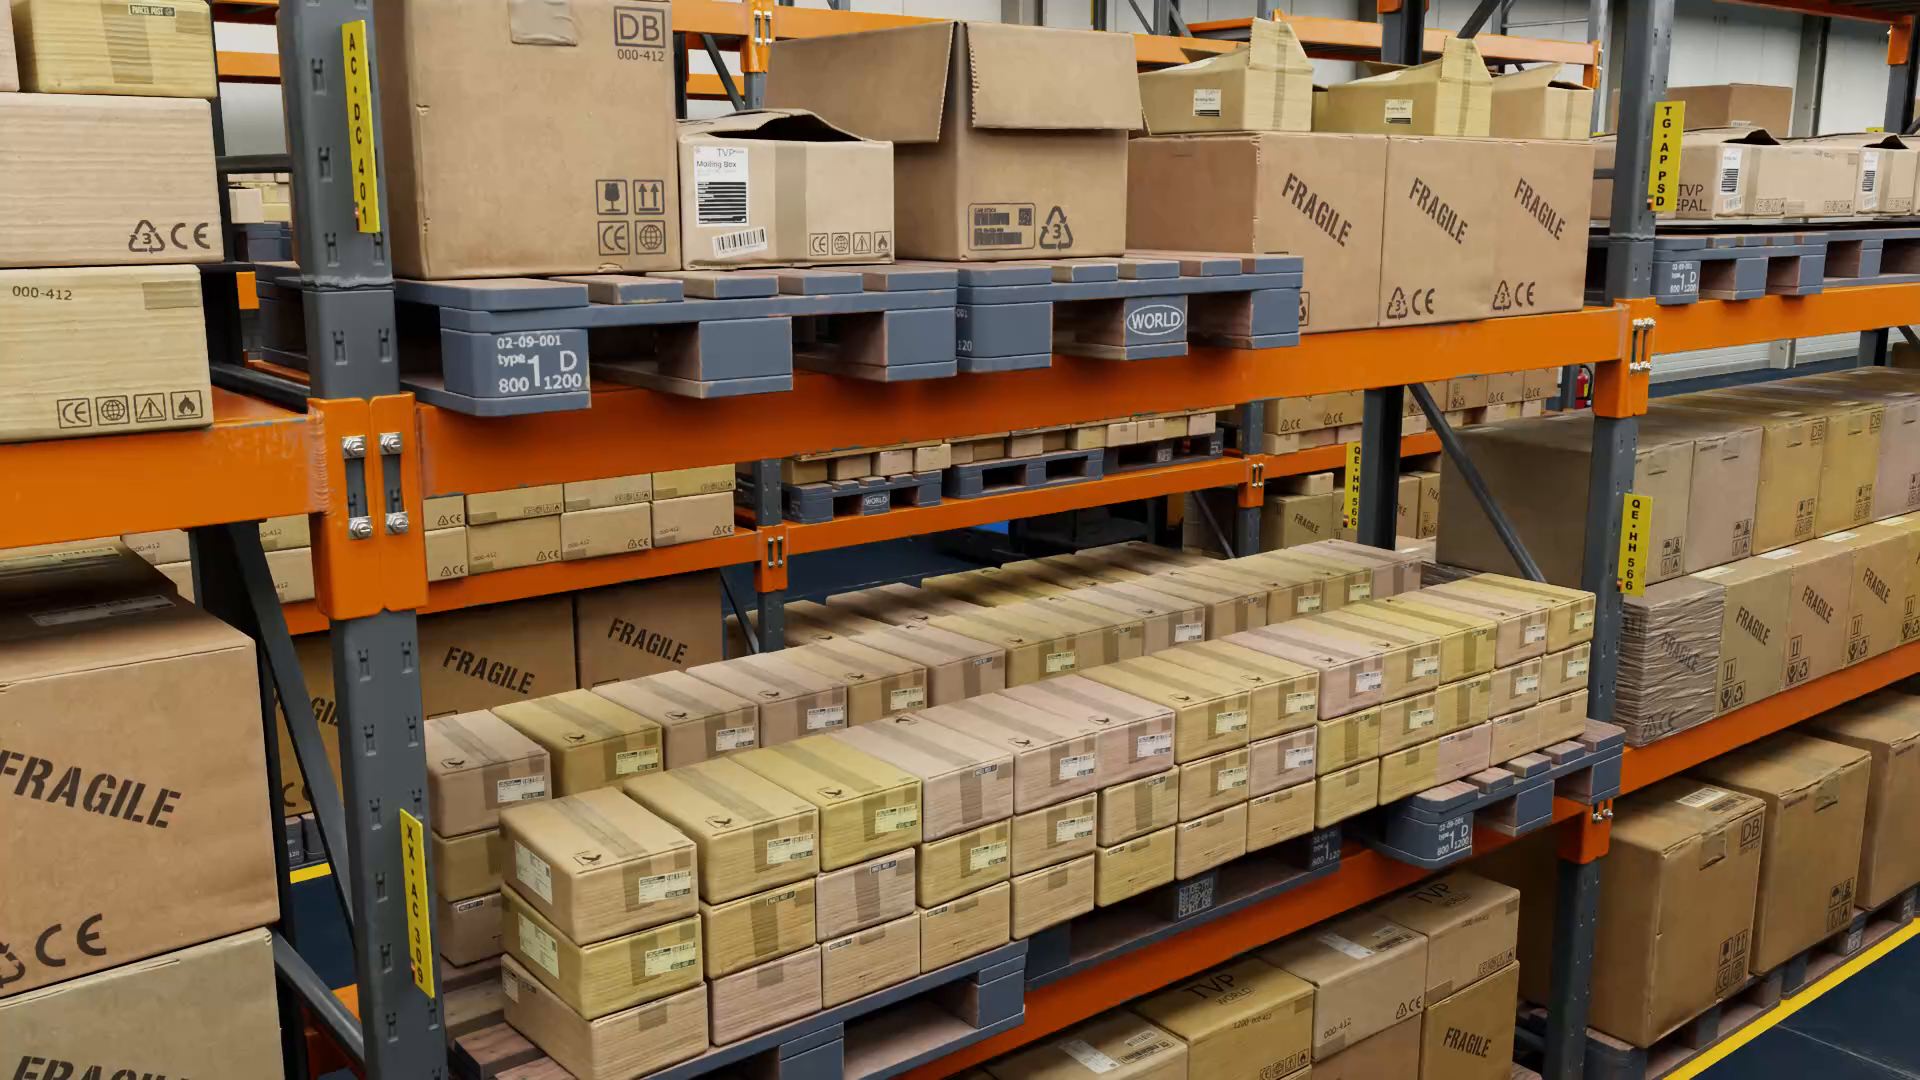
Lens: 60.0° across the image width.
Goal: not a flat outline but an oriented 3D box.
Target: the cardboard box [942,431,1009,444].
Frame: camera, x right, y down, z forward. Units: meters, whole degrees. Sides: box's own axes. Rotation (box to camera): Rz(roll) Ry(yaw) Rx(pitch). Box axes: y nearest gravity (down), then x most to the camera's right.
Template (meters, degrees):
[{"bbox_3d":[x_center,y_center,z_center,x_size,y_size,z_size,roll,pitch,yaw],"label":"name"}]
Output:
[{"bbox_3d":[-0.042,-0.892,10.260,0.500,0.500,0.500,-9,15,-37],"label":"cardboard box"}]

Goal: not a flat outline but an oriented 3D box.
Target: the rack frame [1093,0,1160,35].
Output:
[{"bbox_3d":[1.792,-5.109,17.648,0.127,3.000,1.000,-9,15,-38],"label":"rack frame"}]

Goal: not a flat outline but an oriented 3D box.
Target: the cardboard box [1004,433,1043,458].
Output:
[{"bbox_3d":[0.312,-0.629,10.583,0.250,0.149,0.380,-9,15,-36],"label":"cardboard box"}]

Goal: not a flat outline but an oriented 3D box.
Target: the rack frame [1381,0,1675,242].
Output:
[{"bbox_3d":[1.821,-2.477,5.251,0.127,3.000,1.000,-9,15,-38],"label":"rack frame"}]

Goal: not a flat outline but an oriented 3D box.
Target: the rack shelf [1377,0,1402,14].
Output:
[{"bbox_3d":[0.259,-1.670,4.145,4.000,0.370,1.077,-9,15,-38],"label":"rack shelf"}]

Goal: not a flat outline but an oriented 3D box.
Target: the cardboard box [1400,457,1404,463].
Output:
[{"bbox_3d":[3.670,-0.466,14.026,0.500,0.500,0.500,-10,16,-40],"label":"cardboard box"}]

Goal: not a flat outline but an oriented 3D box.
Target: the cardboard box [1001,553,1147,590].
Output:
[{"bbox_3d":[0.806,0.391,11.502,0.625,0.372,0.950,-8,15,-34],"label":"cardboard box"}]

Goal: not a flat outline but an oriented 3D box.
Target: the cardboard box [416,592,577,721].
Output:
[{"bbox_3d":[-2.641,0.693,8.870,0.875,0.875,0.875,-9,15,-37],"label":"cardboard box"}]

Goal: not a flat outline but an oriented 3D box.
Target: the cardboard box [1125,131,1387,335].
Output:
[{"bbox_3d":[0.758,-0.812,4.391,0.500,0.500,0.500,-9,15,-38],"label":"cardboard box"}]

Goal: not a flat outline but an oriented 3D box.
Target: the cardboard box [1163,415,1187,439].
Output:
[{"bbox_3d":[1.326,-0.791,11.347,0.250,0.149,0.380,-10,16,-39],"label":"cardboard box"}]

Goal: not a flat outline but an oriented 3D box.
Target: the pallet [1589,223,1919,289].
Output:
[{"bbox_3d":[3.162,-1.155,6.702,1.213,0.211,1.003,-9,15,-35],"label":"pallet"}]

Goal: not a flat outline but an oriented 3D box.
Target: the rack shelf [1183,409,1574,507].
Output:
[{"bbox_3d":[3.335,-0.759,13.334,4.000,0.370,1.077,-9,15,-38],"label":"rack shelf"}]

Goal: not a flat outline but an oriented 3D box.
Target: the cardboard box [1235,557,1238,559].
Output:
[{"bbox_3d":[2.402,0.256,12.434,0.500,0.250,0.500,-10,16,-40],"label":"cardboard box"}]

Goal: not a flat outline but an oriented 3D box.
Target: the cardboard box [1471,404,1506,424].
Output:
[{"bbox_3d":[4.214,-1.045,13.556,0.250,0.149,0.380,-9,15,-37],"label":"cardboard box"}]

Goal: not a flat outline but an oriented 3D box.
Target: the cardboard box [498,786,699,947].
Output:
[{"bbox_3d":[-0.708,0.626,3.240,0.250,0.149,0.380,-8,15,-35],"label":"cardboard box"}]

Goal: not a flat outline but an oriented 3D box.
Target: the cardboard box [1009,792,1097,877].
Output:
[{"bbox_3d":[0.106,0.635,3.914,0.250,0.149,0.380,-9,15,-35],"label":"cardboard box"}]

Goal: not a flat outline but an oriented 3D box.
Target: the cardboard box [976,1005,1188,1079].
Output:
[{"bbox_3d":[0.255,1.439,4.453,0.500,0.250,0.500,-9,15,-36],"label":"cardboard box"}]

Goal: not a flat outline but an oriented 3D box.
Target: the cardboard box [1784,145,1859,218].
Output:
[{"bbox_3d":[2.914,-1.314,6.104,0.500,0.250,0.500,-9,15,-36],"label":"cardboard box"}]

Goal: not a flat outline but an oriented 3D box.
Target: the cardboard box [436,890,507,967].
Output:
[{"bbox_3d":[-1.116,0.810,3.806,0.250,0.149,0.380,-10,15,-39],"label":"cardboard box"}]

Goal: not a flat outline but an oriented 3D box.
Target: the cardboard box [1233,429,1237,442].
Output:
[{"bbox_3d":[2.024,-0.853,12.651,0.250,0.149,0.380,-9,15,-36],"label":"cardboard box"}]

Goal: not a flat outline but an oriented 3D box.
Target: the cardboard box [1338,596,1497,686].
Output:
[{"bbox_3d":[1.322,0.288,4.833,0.250,0.149,0.380,-9,15,-36],"label":"cardboard box"}]

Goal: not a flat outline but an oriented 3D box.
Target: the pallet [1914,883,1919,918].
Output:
[{"bbox_3d":[4.389,1.415,8.079,1.213,0.211,1.003,-9,15,-38],"label":"pallet"}]

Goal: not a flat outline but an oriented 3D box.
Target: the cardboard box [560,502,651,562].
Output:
[{"bbox_3d":[-1.972,-0.082,8.777,0.500,0.250,0.500,-9,15,-37],"label":"cardboard box"}]

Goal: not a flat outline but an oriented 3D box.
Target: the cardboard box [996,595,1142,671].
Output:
[{"bbox_3d":[0.313,0.283,4.856,0.250,0.149,0.380,-9,15,-36],"label":"cardboard box"}]

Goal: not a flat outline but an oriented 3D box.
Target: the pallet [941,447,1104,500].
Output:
[{"bbox_3d":[0.170,-0.502,10.854,1.213,0.211,1.003,-9,15,-38],"label":"pallet"}]

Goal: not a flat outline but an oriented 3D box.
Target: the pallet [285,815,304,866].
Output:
[{"bbox_3d":[-3.919,1.438,7.968,1.213,0.211,1.003,-9,15,-38],"label":"pallet"}]

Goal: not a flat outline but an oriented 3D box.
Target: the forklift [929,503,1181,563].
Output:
[{"bbox_3d":[1.088,-1.178,13.740,1.130,2.935,3.031,-11,16,-41],"label":"forklift"}]

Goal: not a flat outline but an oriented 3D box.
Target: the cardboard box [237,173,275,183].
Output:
[{"bbox_3d":[-5.210,-2.693,12.174,0.250,0.149,0.380,-10,15,-39],"label":"cardboard box"}]

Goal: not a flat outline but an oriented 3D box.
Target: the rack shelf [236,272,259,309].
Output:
[{"bbox_3d":[-2.912,-1.188,8.134,4.000,0.370,1.077,-9,15,-38],"label":"rack shelf"}]

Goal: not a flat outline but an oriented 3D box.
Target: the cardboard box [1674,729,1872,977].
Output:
[{"bbox_3d":[3.033,1.174,6.904,0.750,0.750,1.050,-9,15,-37],"label":"cardboard box"}]

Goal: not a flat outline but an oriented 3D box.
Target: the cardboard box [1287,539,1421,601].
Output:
[{"bbox_3d":[1.335,0.113,5.658,0.250,0.149,0.380,-9,15,-38],"label":"cardboard box"}]

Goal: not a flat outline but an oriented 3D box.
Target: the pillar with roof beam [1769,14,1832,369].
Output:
[{"bbox_3d":[17.431,-6.803,25.622,0.548,9.000,9.100,-9,15,-38],"label":"pillar with roof beam"}]

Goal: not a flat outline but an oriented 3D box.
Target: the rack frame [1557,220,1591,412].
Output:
[{"bbox_3d":[4.896,-1.370,14.482,0.127,3.000,1.000,-9,15,-38],"label":"rack frame"}]

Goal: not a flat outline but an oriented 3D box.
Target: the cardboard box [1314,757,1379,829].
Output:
[{"bbox_3d":[0.921,0.646,4.581,0.250,0.149,0.380,-10,16,-40],"label":"cardboard box"}]

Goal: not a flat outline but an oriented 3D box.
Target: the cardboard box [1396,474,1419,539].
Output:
[{"bbox_3d":[3.219,-0.250,13.008,0.500,0.500,0.500,-8,15,-35],"label":"cardboard box"}]

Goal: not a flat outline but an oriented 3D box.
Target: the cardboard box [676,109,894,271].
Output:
[{"bbox_3d":[-0.484,-0.733,3.461,0.500,0.311,0.500,-10,15,-38],"label":"cardboard box"}]

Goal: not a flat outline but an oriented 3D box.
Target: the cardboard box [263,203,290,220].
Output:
[{"bbox_3d":[-5.095,-2.359,12.279,0.500,0.250,0.500,-9,15,-37],"label":"cardboard box"}]

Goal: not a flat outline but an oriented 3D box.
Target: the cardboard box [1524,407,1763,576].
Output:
[{"bbox_3d":[2.571,-0.203,6.337,0.500,0.500,0.700,-10,15,-38],"label":"cardboard box"}]

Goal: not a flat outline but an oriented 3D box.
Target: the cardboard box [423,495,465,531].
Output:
[{"bbox_3d":[-2.760,-0.195,8.105,0.500,0.250,0.500,-10,16,-39],"label":"cardboard box"}]

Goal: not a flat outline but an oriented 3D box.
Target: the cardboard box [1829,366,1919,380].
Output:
[{"bbox_3d":[4.560,-0.534,7.896,0.500,0.500,0.700,-10,15,-39],"label":"cardboard box"}]

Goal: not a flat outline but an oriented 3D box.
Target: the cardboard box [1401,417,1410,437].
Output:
[{"bbox_3d":[3.224,-0.882,12.786,0.250,0.149,0.380,-9,15,-37],"label":"cardboard box"}]

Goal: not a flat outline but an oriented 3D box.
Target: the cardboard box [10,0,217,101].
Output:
[{"bbox_3d":[-1.376,-0.772,2.640,0.250,0.149,0.380,-10,16,-40],"label":"cardboard box"}]

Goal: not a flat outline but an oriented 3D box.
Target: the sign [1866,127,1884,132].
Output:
[{"bbox_3d":[4.596,-1.910,8.368,0.005,0.325,0.100,-9,15,-38],"label":"sign"}]

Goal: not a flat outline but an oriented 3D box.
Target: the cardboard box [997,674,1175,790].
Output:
[{"bbox_3d":[0.301,0.459,4.031,0.250,0.149,0.380,-9,15,-36],"label":"cardboard box"}]

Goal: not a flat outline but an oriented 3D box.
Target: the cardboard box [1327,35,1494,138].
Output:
[{"bbox_3d":[1.276,-1.270,4.702,0.258,0.266,0.396,-9,15,-38],"label":"cardboard box"}]

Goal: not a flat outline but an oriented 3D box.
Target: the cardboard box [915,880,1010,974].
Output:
[{"bbox_3d":[-0.101,0.816,3.778,0.250,0.149,0.380,-9,15,-37],"label":"cardboard box"}]

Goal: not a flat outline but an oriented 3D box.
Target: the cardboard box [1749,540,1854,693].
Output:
[{"bbox_3d":[3.129,0.262,6.552,0.500,0.500,0.500,-9,15,-38],"label":"cardboard box"}]

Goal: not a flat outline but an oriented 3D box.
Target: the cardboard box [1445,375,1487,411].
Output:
[{"bbox_3d":[3.858,-1.321,13.293,0.500,0.500,0.500,-10,15,-38],"label":"cardboard box"}]

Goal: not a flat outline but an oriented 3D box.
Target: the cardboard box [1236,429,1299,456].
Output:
[{"bbox_3d":[2.219,-0.717,12.011,0.250,0.149,0.380,-10,15,-38],"label":"cardboard box"}]

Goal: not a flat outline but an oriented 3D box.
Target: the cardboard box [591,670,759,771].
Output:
[{"bbox_3d":[-0.699,0.451,4.066,0.250,0.149,0.380,-10,16,-39],"label":"cardboard box"}]

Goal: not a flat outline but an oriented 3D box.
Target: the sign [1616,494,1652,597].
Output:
[{"bbox_3d":[2.167,0.017,5.353,0.005,0.325,0.100,-9,15,-38],"label":"sign"}]

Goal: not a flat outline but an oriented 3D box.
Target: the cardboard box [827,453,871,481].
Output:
[{"bbox_3d":[-0.739,-0.458,9.779,0.250,0.149,0.380,-11,16,-41],"label":"cardboard box"}]

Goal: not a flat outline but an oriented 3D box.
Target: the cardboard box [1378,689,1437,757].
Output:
[{"bbox_3d":[1.112,0.469,4.696,0.250,0.149,0.380,-9,15,-38],"label":"cardboard box"}]

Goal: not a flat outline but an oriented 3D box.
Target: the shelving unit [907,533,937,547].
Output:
[{"bbox_3d":[-0.074,-0.751,15.175,0.755,1.500,0.431,-11,16,-42],"label":"shelving unit"}]

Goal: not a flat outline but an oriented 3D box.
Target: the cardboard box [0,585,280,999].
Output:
[{"bbox_3d":[-1.501,0.398,2.791,0.500,0.500,0.500,-10,16,-40],"label":"cardboard box"}]
